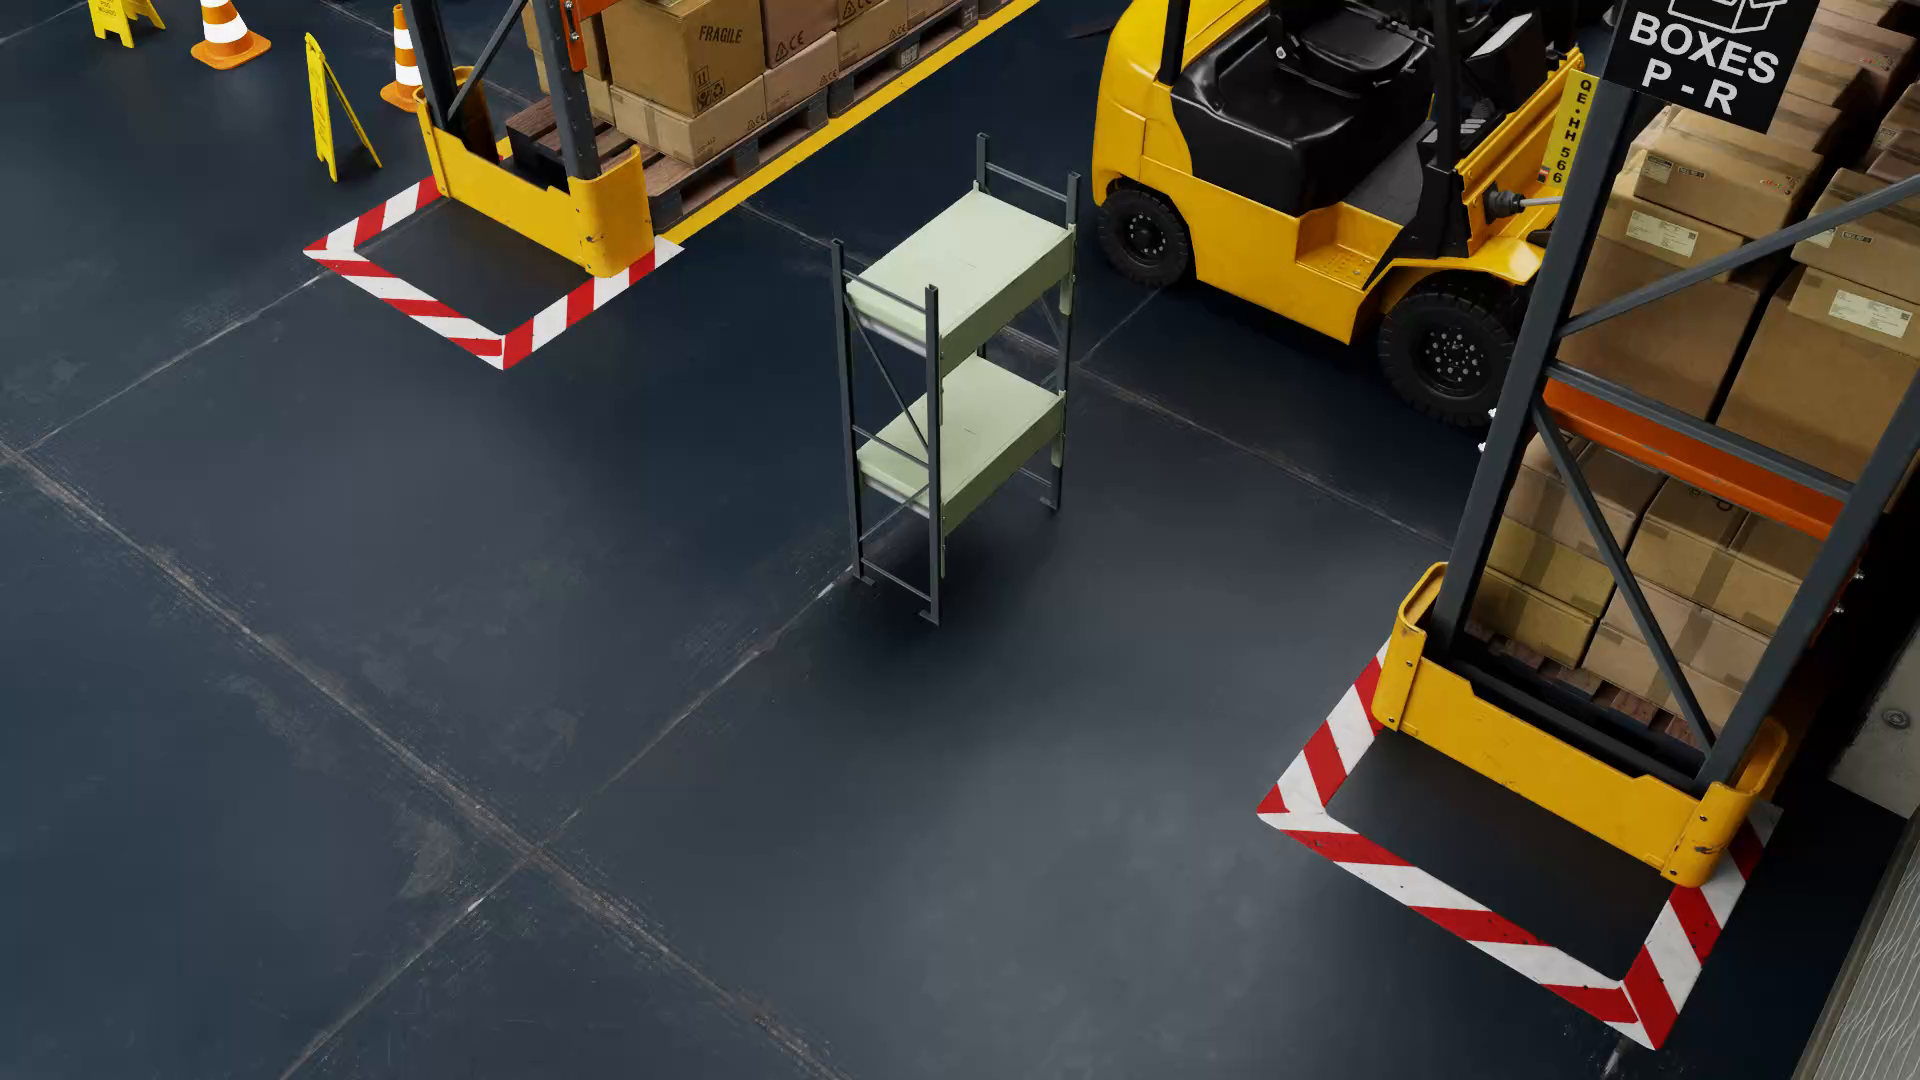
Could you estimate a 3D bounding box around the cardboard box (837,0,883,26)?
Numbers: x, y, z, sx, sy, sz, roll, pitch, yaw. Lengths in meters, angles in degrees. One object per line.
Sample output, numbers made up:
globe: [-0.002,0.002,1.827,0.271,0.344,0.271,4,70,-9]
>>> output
cardboard box: [-0.611,-2.881,8.021,0.500,0.500,0.500,30,53,26]

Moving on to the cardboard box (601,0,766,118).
cardboard box: [-1.241,-2.297,7.462,0.500,0.500,0.500,28,52,24]

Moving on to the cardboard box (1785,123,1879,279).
cardboard box: [2.381,-1.022,5.083,0.500,0.500,0.500,31,54,26]

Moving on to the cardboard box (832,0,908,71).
cardboard box: [-0.613,-2.631,8.300,0.500,0.250,0.500,33,54,27]

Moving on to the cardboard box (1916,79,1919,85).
cardboard box: [2.838,-1.183,4.583,0.380,0.149,0.250,29,53,25]

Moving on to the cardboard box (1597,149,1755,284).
cardboard box: [1.954,-0.878,4.497,0.380,0.149,0.250,30,53,25]

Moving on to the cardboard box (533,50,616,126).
cardboard box: [-1.671,-2.280,7.965,0.500,0.250,0.500,29,53,25]

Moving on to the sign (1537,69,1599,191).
sign: [1.543,-1.027,4.192,0.100,0.325,0.005,29,53,25]

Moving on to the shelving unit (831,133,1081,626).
shelving unit: [-0.004,-0.514,5.704,0.431,1.500,0.755,29,53,25]

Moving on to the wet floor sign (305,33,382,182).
wet floor sign: [-2.930,-2.041,7.753,0.232,0.644,0.267,-25,51,-22]

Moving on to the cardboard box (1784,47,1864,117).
cardboard box: [2.280,-1.273,4.668,0.380,0.149,0.250,30,53,26]

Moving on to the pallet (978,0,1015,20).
pallet: [0.096,-3.415,9.366,1.003,0.211,1.213,29,53,25]

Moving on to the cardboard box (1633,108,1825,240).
cardboard box: [2.016,-0.957,4.366,0.380,0.149,0.250,29,53,25]

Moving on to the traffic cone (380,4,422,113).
traffic cone: [-2.725,-2.429,8.251,0.336,0.463,0.334,29,53,25]

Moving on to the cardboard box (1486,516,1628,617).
cardboard box: [2.014,-0.082,5.519,0.500,0.250,0.500,29,53,25]

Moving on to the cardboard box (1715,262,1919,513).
cardboard box: [2.486,-0.492,4.577,0.500,0.500,0.500,31,54,26]

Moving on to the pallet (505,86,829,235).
pallet: [-1.396,-2.019,8.033,1.003,0.211,1.213,29,53,25]

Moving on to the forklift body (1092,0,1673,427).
forklift body: [1.679,-1.896,6.573,2.313,2.155,1.214,29,53,25]

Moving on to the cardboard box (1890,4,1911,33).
cardboard box: [2.719,-1.623,5.208,0.380,0.149,0.250,30,53,25]

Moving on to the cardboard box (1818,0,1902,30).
cardboard box: [2.563,-1.581,4.962,0.380,0.149,0.250,30,53,26]

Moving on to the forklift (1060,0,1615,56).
forklift: [2.006,-3.692,7.750,3.031,2.935,1.130,-20,50,-18]

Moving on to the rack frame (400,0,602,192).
rack frame: [-1.967,-2.489,6.554,1.000,3.000,0.127,29,53,25]

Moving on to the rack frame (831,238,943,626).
rack frame: [-0.228,-0.305,5.504,0.400,1.500,0.023,29,53,25]

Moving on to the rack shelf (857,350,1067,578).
rack shelf: [-0.004,-0.289,5.940,0.431,0.370,0.720,29,53,25]

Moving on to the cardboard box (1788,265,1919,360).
cardboard box: [2.376,-0.635,4.265,0.380,0.149,0.250,28,52,24]

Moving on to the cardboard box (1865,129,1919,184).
cardboard box: [2.550,-0.881,4.293,0.380,0.149,0.250,31,54,26]

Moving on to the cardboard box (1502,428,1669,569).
cardboard box: [1.998,-0.239,5.324,0.500,0.250,0.500,31,54,26]

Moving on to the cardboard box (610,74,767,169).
cardboard box: [-1.255,-2.024,7.720,0.500,0.250,0.500,29,53,25]

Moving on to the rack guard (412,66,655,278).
rack guard: [-1.920,-1.669,7.499,1.175,0.500,0.348,29,53,25]

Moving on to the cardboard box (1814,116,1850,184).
cardboard box: [2.294,-1.159,4.765,0.380,0.149,0.250,30,53,26]

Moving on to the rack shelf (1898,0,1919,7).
rack shelf: [3.186,-2.229,4.728,1.077,0.370,4.000,29,53,25]

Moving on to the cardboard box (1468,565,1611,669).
cardboard box: [2.001,0.099,5.692,0.500,0.250,0.500,30,53,25]
